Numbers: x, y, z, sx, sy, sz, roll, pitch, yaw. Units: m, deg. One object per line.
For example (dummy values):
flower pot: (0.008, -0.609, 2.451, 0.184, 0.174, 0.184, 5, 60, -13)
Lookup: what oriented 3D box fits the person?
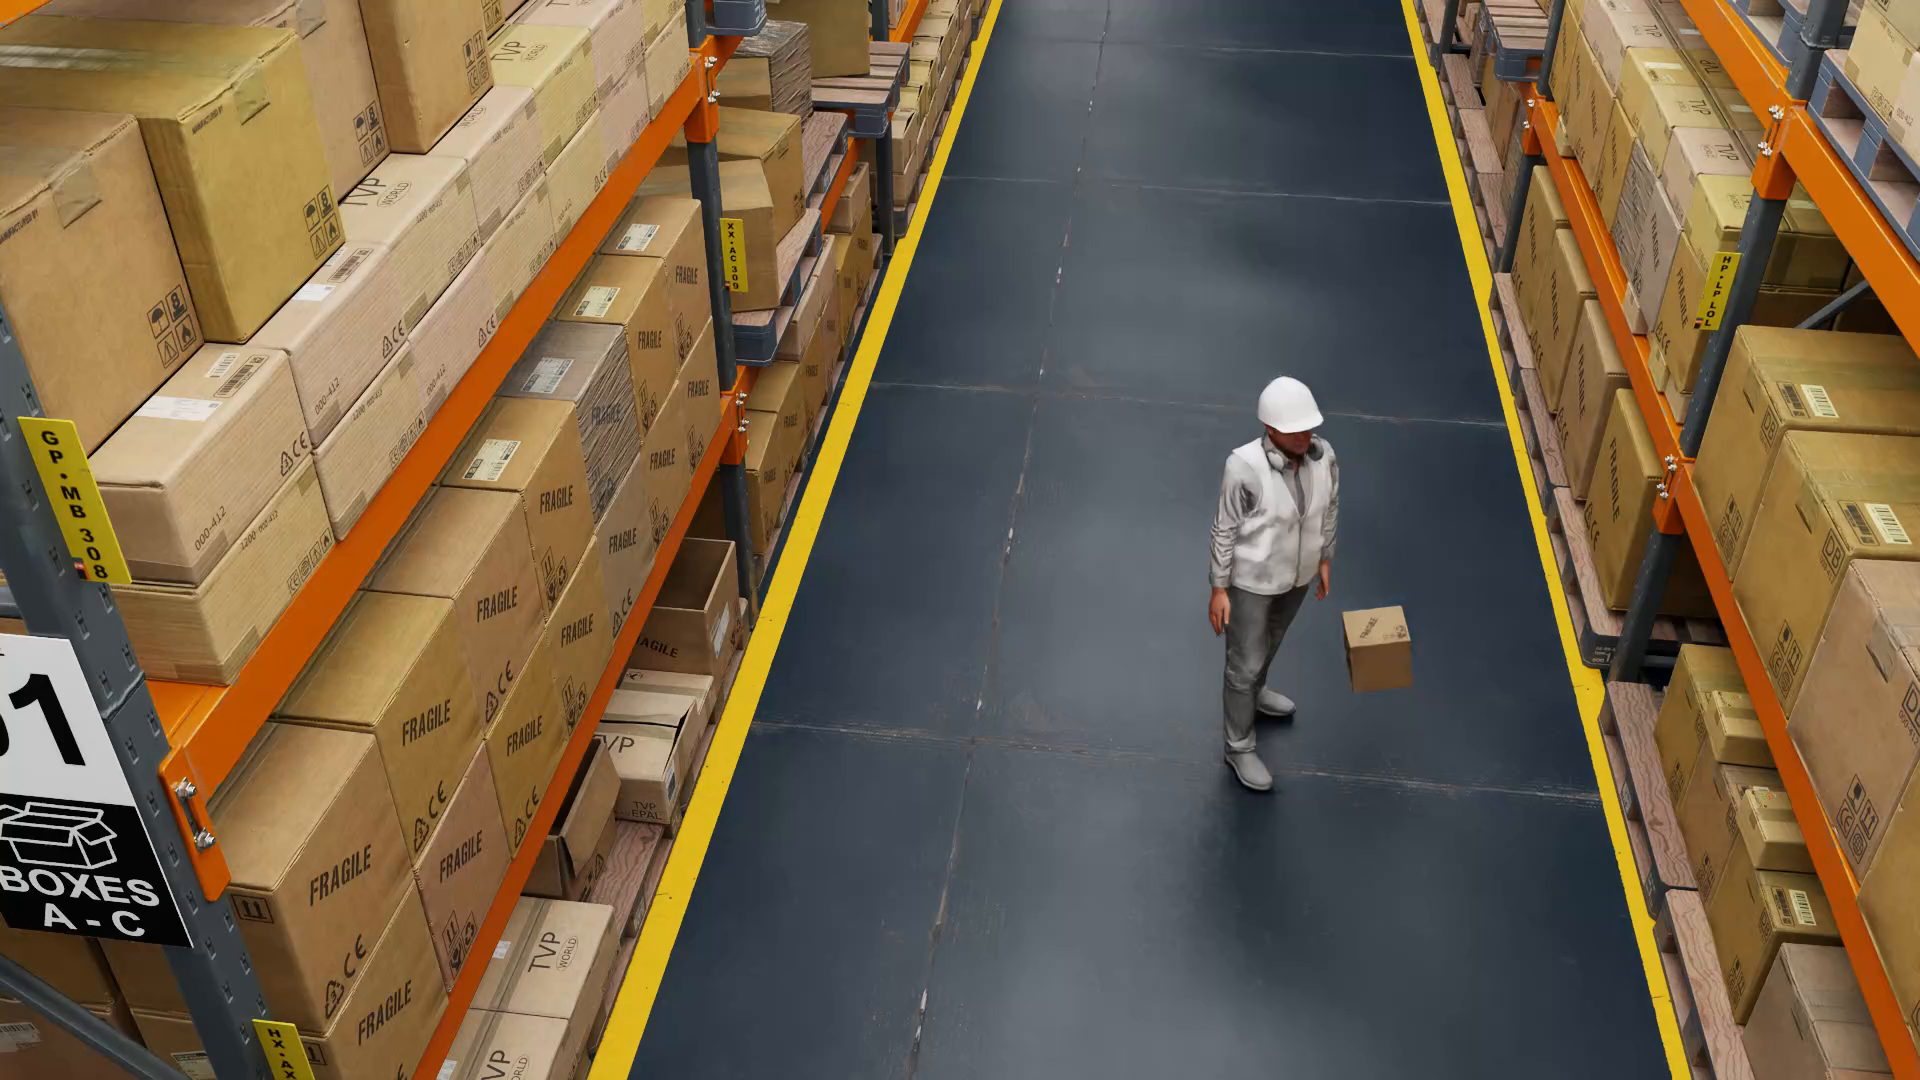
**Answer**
person: (1.282, 0.165, 6.771, 0.649, 1.772, 0.610, -19, 40, -24)
